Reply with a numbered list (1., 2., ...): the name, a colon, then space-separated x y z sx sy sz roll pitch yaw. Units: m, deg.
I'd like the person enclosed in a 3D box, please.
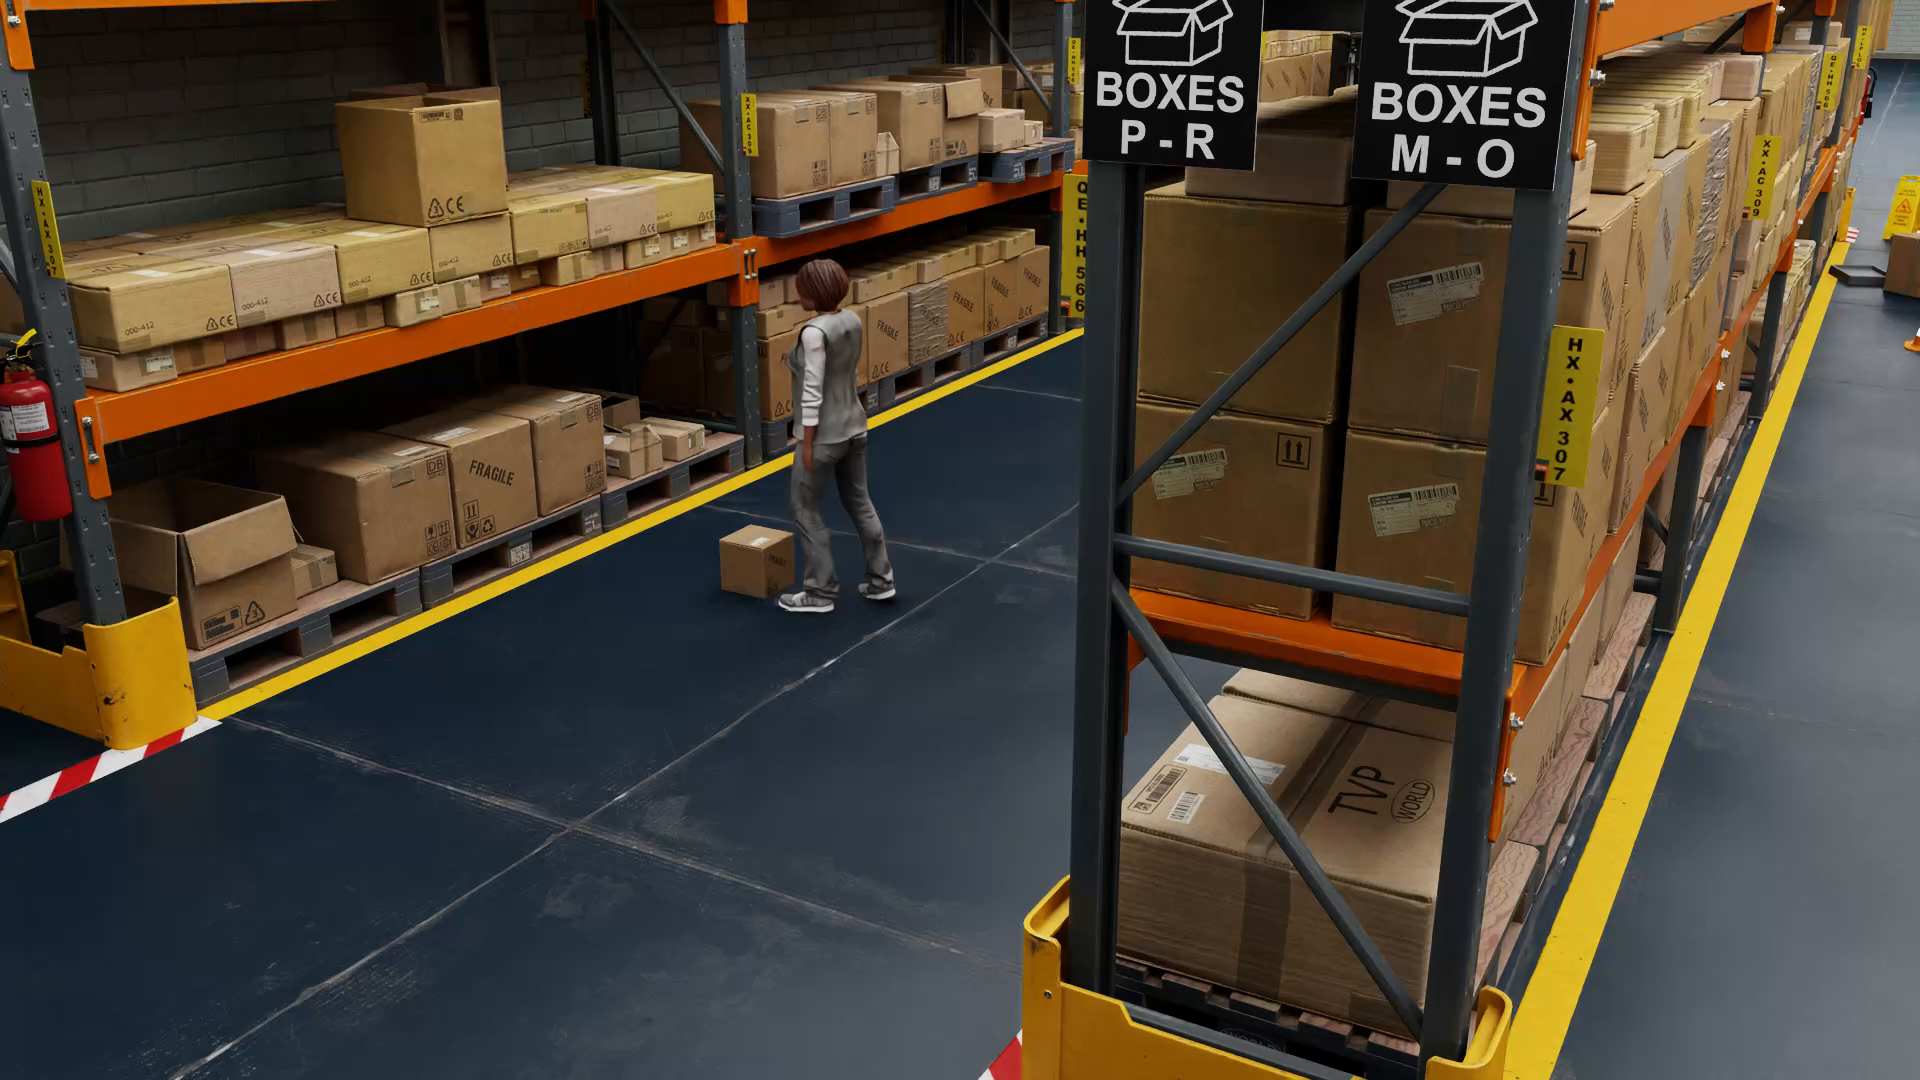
1. person: -0.555 -0.443 7.367 0.452 1.614 0.463 10 22 27
